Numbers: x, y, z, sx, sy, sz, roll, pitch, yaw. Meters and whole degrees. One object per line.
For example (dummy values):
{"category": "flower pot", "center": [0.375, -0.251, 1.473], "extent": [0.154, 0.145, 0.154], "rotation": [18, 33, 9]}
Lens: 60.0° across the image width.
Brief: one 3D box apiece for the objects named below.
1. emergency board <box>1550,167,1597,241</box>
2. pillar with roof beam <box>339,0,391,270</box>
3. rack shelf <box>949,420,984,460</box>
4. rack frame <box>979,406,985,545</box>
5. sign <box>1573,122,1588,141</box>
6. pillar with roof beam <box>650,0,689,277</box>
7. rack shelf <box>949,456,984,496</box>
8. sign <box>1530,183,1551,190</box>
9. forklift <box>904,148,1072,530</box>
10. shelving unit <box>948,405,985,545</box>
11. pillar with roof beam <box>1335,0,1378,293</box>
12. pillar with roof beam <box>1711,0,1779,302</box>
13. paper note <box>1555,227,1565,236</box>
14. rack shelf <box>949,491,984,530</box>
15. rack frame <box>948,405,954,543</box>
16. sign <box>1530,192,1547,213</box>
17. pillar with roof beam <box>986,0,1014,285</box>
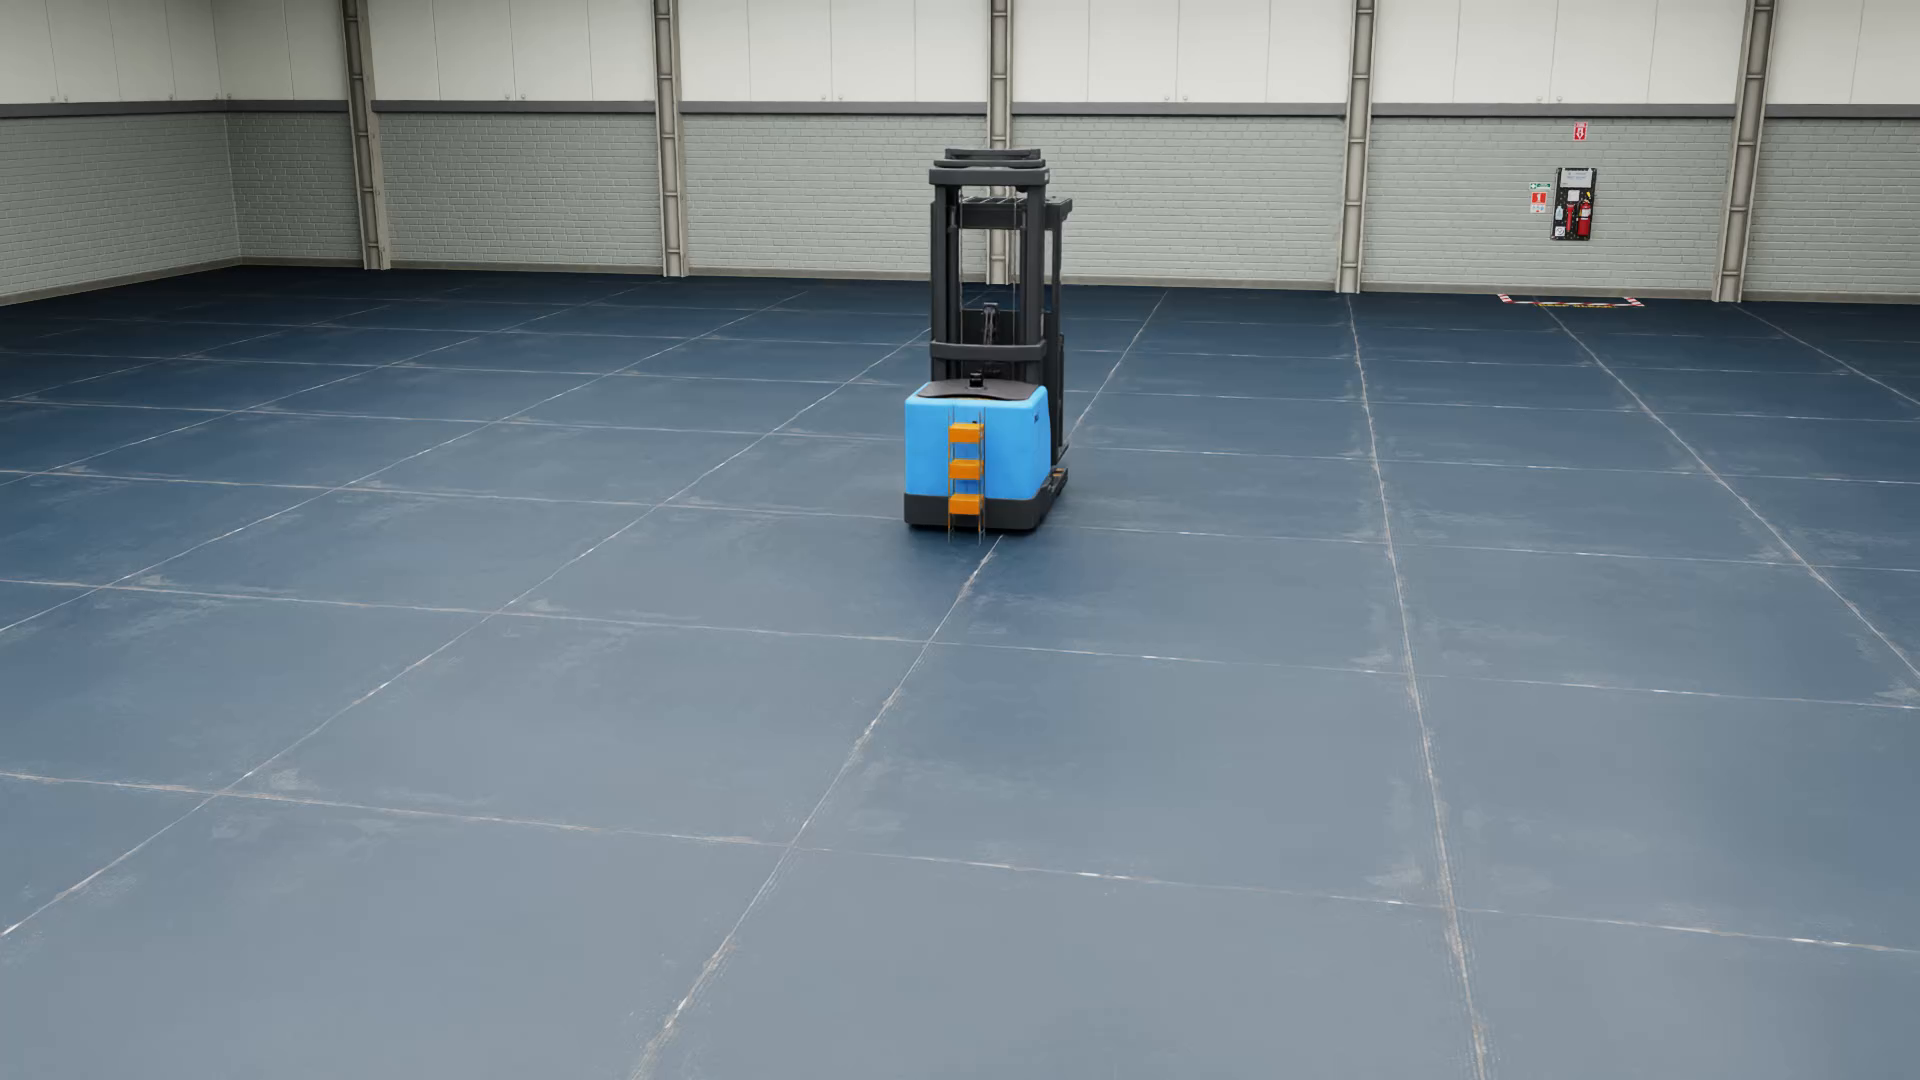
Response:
{"category": "emergency board", "center": [10.030, -5.474, 27.133], "extent": [0.643, 1.169, 0.194], "rotation": [3, 16, 11]}
{"category": "pillar with roof beam", "center": [-11.932, -8.374, 26.365], "extent": [0.400, 9.000, 9.100], "rotation": [3, 16, 11]}
{"category": "rack shelf", "center": [0.052, -0.766, 12.769], "extent": [0.240, 0.259, 0.215], "rotation": [3, 16, 11]}
{"category": "rack frame", "center": [0.172, -0.497, 12.818], "extent": [0.008, 1.050, 0.200], "rotation": [3, 16, 11]}
{"category": "sign", "center": [10.042, -6.617, 26.919], "extent": [0.199, 0.298, 0.001], "rotation": [3, 16, 11]}
{"category": "pillar with roof beam", "center": [-6.053, -8.055, 25.213], "extent": [0.400, 9.000, 9.100], "rotation": [3, 16, 11]}
{"category": "rack shelf", "center": [0.052, -0.493, 12.844], "extent": [0.240, 0.259, 0.215], "rotation": [3, 16, 11]}
{"category": "sign", "center": [9.512, -5.800, 27.252], "extent": [0.331, 0.109, 0.001], "rotation": [3, 16, 11]}
{"category": "forklift", "center": [0.344, -1.843, 14.153], "extent": [1.130, 2.935, 3.031], "rotation": [3, 16, 11]}
{"category": "shelving unit", "center": [0.052, -0.503, 12.842], "extent": [0.252, 1.050, 0.215], "rotation": [3, 16, 11]}
{"category": "pillar with roof beam", "center": [5.707, -7.416, 22.908], "extent": [0.400, 9.000, 9.100], "rotation": [3, 16, 11]}
{"category": "pillar with roof beam", "center": [11.586, -7.097, 21.756], "extent": [0.400, 9.000, 9.100], "rotation": [3, 16, 11]}
{"category": "paper note", "center": [9.871, -5.077, 27.350], "extent": [0.142, 0.148, 0.016], "rotation": [3, 16, 11]}
{"category": "rack shelf", "center": [0.052, -0.225, 12.919], "extent": [0.240, 0.259, 0.215], "rotation": [3, 16, 11]}
{"category": "rack frame", "center": [-0.067, -0.510, 12.865], "extent": [0.008, 1.050, 0.200], "rotation": [3, 16, 11]}
{"category": "sign", "center": [9.509, -5.547, 27.332], "extent": [0.234, 0.329, 0.001], "rotation": [3, 16, 11]}
{"category": "pillar with roof beam", "center": [-0.173, -7.735, 24.060], "extent": [0.400, 9.000, 9.100], "rotation": [3, 16, 11]}
